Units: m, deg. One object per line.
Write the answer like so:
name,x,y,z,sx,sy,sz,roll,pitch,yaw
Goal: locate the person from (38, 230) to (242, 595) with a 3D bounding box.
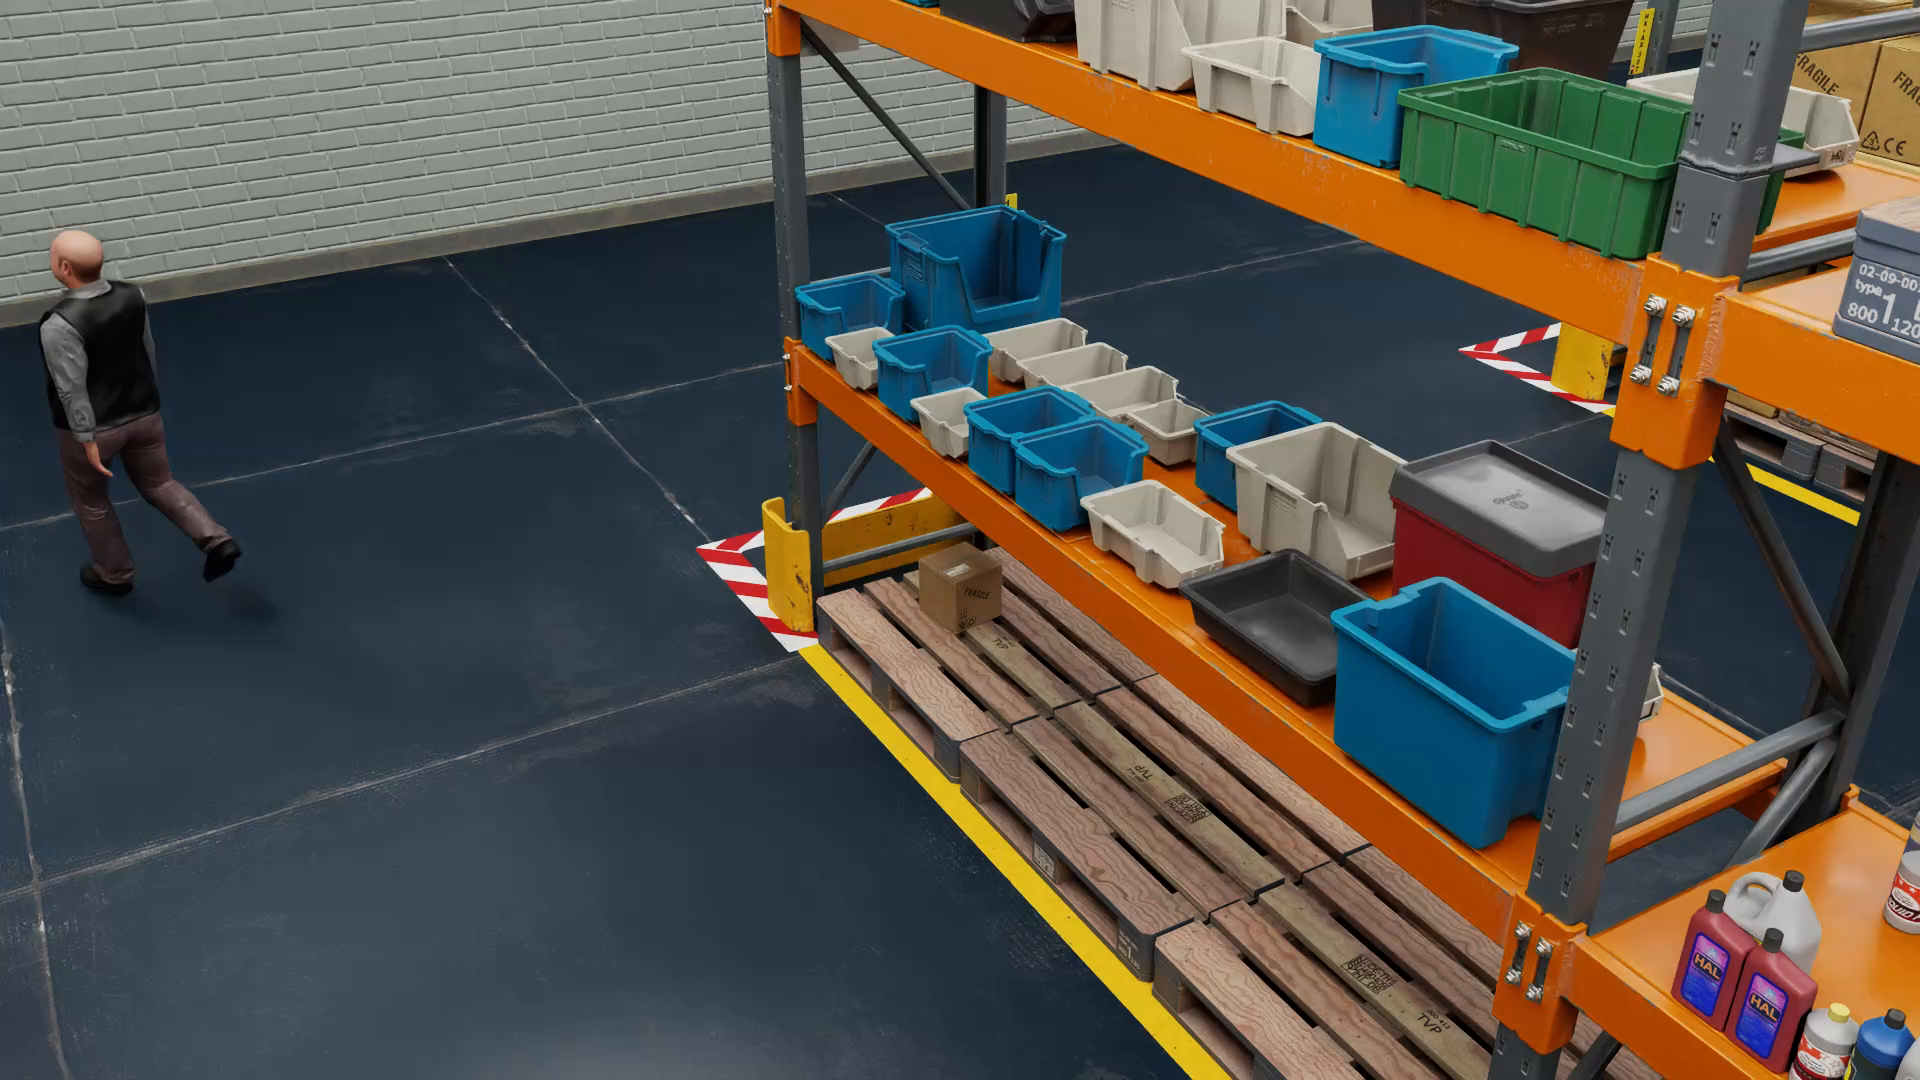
person,-3.612,-0.510,7.129,0.842,1.687,0.526,14,32,24
